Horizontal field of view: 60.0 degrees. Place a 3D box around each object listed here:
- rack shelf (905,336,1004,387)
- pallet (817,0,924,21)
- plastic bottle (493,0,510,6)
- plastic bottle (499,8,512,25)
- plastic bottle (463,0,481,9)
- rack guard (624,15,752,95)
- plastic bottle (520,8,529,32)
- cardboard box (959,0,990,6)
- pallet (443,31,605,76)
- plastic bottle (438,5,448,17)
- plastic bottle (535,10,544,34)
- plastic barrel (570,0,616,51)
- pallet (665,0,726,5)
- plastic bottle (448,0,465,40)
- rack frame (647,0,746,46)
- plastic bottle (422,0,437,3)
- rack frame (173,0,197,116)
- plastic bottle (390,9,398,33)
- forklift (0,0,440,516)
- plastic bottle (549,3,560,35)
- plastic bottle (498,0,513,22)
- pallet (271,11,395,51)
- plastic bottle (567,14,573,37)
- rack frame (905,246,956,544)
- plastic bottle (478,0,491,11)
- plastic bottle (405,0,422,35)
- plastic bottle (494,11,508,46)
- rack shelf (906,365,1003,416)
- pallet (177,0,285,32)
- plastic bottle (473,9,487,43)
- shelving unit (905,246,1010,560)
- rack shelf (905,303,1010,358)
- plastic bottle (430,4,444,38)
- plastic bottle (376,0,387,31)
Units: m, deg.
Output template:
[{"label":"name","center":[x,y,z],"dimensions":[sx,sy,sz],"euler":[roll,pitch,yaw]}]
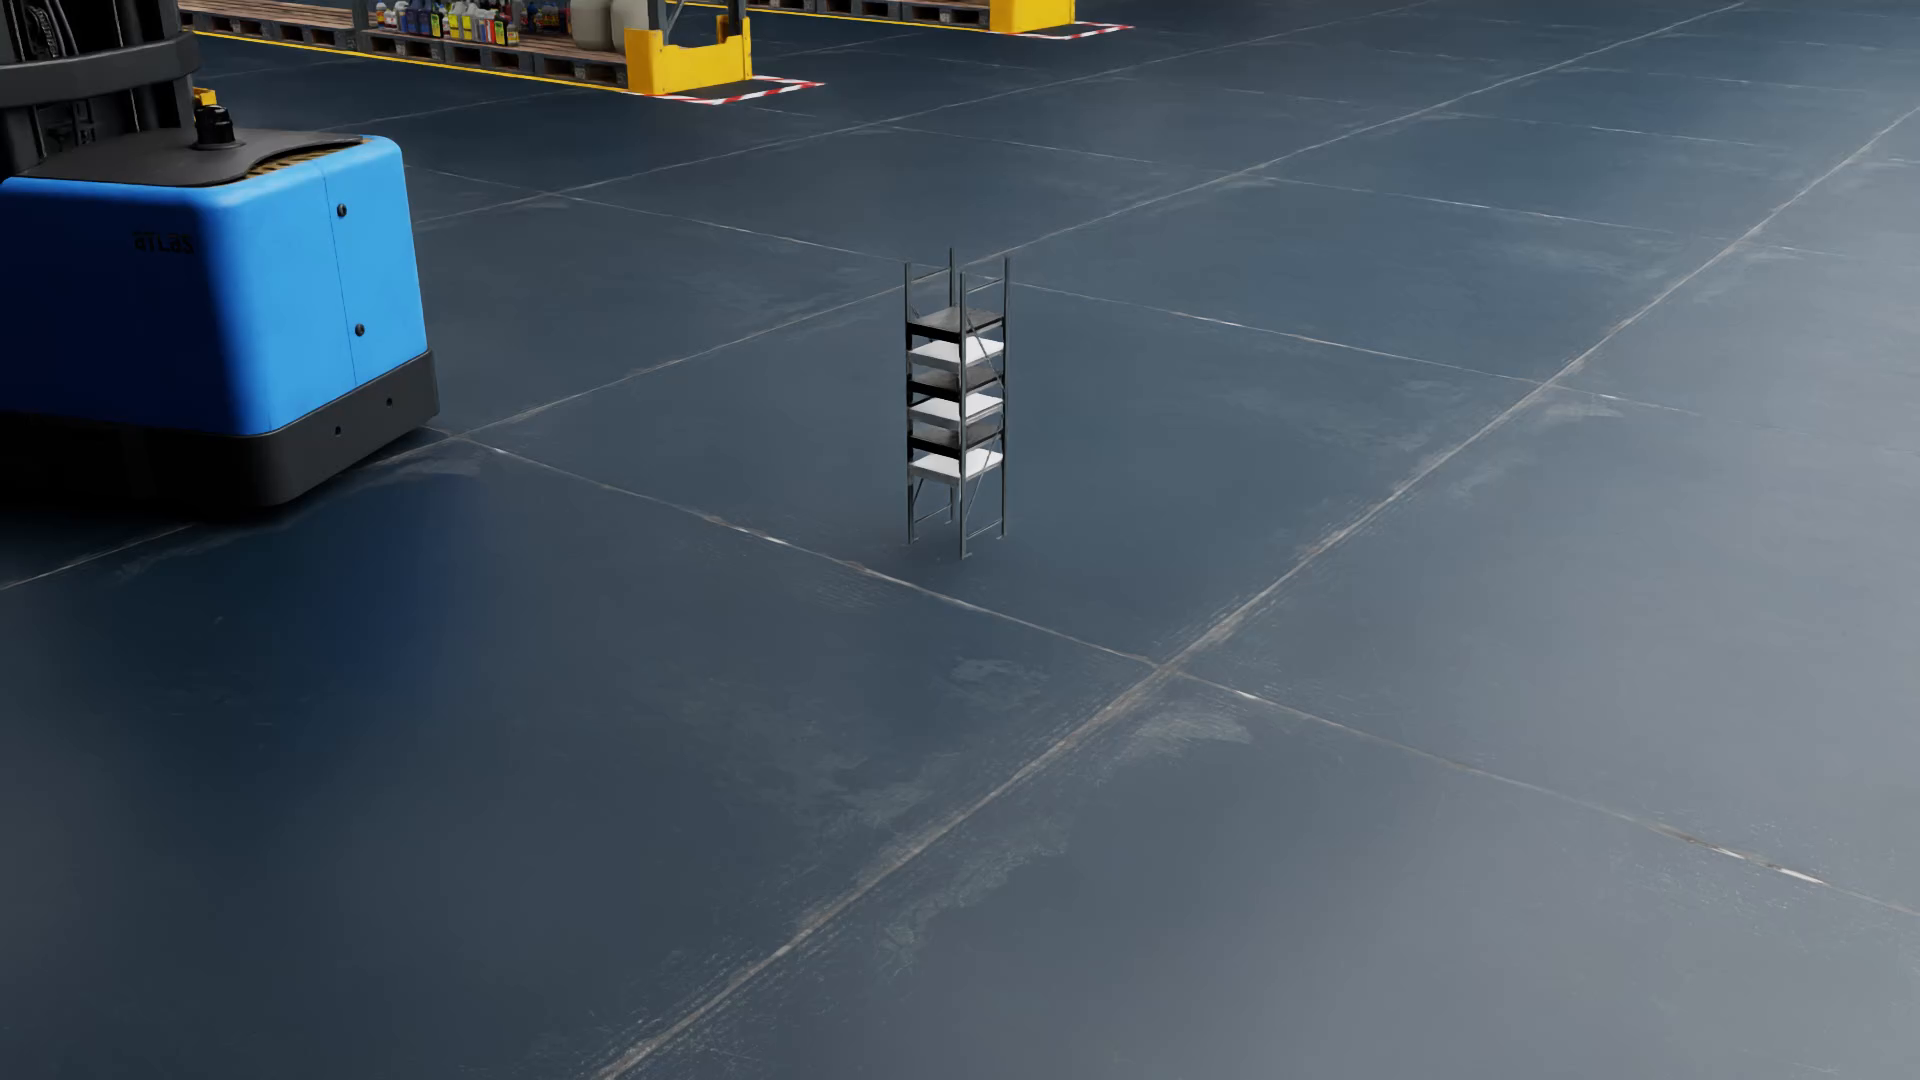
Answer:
[{"label":"rack shelf","center":[-0.006,-0.548,5.014],"dimensions":[0.200,0.077,0.258],"euler":[17,29,33]},{"label":"pallet","center":[-0.835,-6.005,18.617],"dimensions":[1.213,0.211,1.003],"euler":[17,29,33]},{"label":"plastic bottle","center":[-4.245,-4.931,15.460],"dimensions":[0.185,0.351,0.144],"euler":[17,29,33]},{"label":"plastic bottle","center":[-3.998,-4.527,14.627],"dimensions":[0.133,0.283,0.061],"euler":[17,29,33]},{"label":"plastic bottle","center":[-4.572,-4.921,15.530],"dimensions":[0.135,0.276,0.152],"euler":[17,29,33]},{"label":"rack guard","center":[-2.233,-4.021,13.756],"dimensions":[0.348,0.500,1.175],"euler":[17,29,33]},{"label":"plastic bottle","center":[-4.006,-4.802,15.354],"dimensions":[0.097,0.201,0.097],"euler":[0,24,0]},{"label":"cardboard box","center":[0.337,-5.964,17.646],"dimensions":[0.500,0.500,0.500],"euler":[-20,31,-38]},{"label":"pallet","center":[-3.852,-4.382,14.934],"dimensions":[1.213,0.211,1.003],"euler":[17,29,33]},{"label":"plastic bottle","center":[-4.657,-4.683,14.998],"dimensions":[0.097,0.271,0.097],"euler":[0,24,0]},{"label":"plastic bottle","center":[-3.842,-4.752,15.241],"dimensions":[0.097,0.201,0.097],"euler":[0,24,0]},{"label":"plastic barrel","center":[-3.118,-4.471,14.242],"dimensions":[0.421,0.512,0.421],"euler":[0,24,0]},{"label":"pallet","center":[-2.998,-6.639,20.055],"dimensions":[1.213,0.211,1.003],"euler":[17,29,33]},{"label":"plastic bottle","center":[-4.457,-4.640,14.802],"dimensions":[0.185,0.351,0.144],"euler":[17,29,33]},{"label":"rack frame","center":[-2.144,-5.162,13.245],"dimensions":[0.127,3.000,1.000],"euler":[17,29,33]},{"label":"plastic bottle","center":[-4.861,-4.835,15.244],"dimensions":[0.185,0.351,0.144],"euler":[17,29,33]},{"label":"rack frame","center":[-5.118,-3.564,9.620],"dimensions":[0.127,3.000,1.000],"euler":[17,29,33]},{"label":"plastic bottle","center":[-5.190,-4.782,15.308],"dimensions":[0.097,0.201,0.097],"euler":[0,24,0]},{"label":"forklift","center":[-3.497,-1.735,5.553],"dimensions":[3.031,2.935,1.130],"euler":[6,25,14]},{"label":"plastic bottle","center":[-3.682,-4.736,15.117],"dimensions":[0.097,0.271,0.097],"euler":[0,24,0]},{"label":"plastic bottle","center":[-4.180,-4.825,15.304],"dimensions":[0.133,0.283,0.061],"euler":[17,29,33]},{"label":"pallet","center":[-5.997,-5.030,16.405],"dimensions":[1.213,0.211,1.003],"euler":[17,29,33]},{"label":"plastic bottle","center":[-3.491,-4.646,15.000],"dimensions":[0.097,0.201,0.097],"euler":[0,24,0]},{"label":"rack frame","center":[-0.088,-0.438,5.129],"dimensions":[0.006,0.900,0.240],"euler":[17,29,33]},{"label":"plastic bottle","center":[-4.503,-5.009,15.638],"dimensions":[0.185,0.351,0.144],"euler":[15,28,31]},{"label":"plastic bottle","center":[-4.948,-4.789,15.138],"dimensions":[0.185,0.351,0.144],"euler":[18,29,35]},{"label":"plastic bottle","center":[-3.981,-4.445,14.441],"dimensions":[0.133,0.283,0.061],"euler":[18,29,35]},{"label":"rack shelf","center":[-0.006,-0.466,5.050],"dimensions":[0.200,0.077,0.258],"euler":[17,29,33]},{"label":"pallet","center":[-7.949,-5.620,17.744],"dimensions":[1.213,0.211,1.003],"euler":[17,29,33]},{"label":"plastic bottle","center":[-4.173,-4.523,14.627],"dimensions":[0.135,0.276,0.152],"euler":[16,28,32]},{"label":"shelving unit","center":[-0.006,-0.414,5.073],"dimensions":[0.210,0.900,0.258],"euler":[17,29,33]},{"label":"rack shelf","center":[-0.006,-0.630,4.978],"dimensions":[0.200,0.077,0.258],"euler":[17,29,33]},{"label":"plastic bottle","center":[-4.690,-4.659,14.927],"dimensions":[0.133,0.283,0.061],"euler":[18,30,36]},{"label":"plastic bottle","center":[-5.353,-4.863,15.405],"dimensions":[0.097,0.271,0.097],"euler":[0,24,0]}]
